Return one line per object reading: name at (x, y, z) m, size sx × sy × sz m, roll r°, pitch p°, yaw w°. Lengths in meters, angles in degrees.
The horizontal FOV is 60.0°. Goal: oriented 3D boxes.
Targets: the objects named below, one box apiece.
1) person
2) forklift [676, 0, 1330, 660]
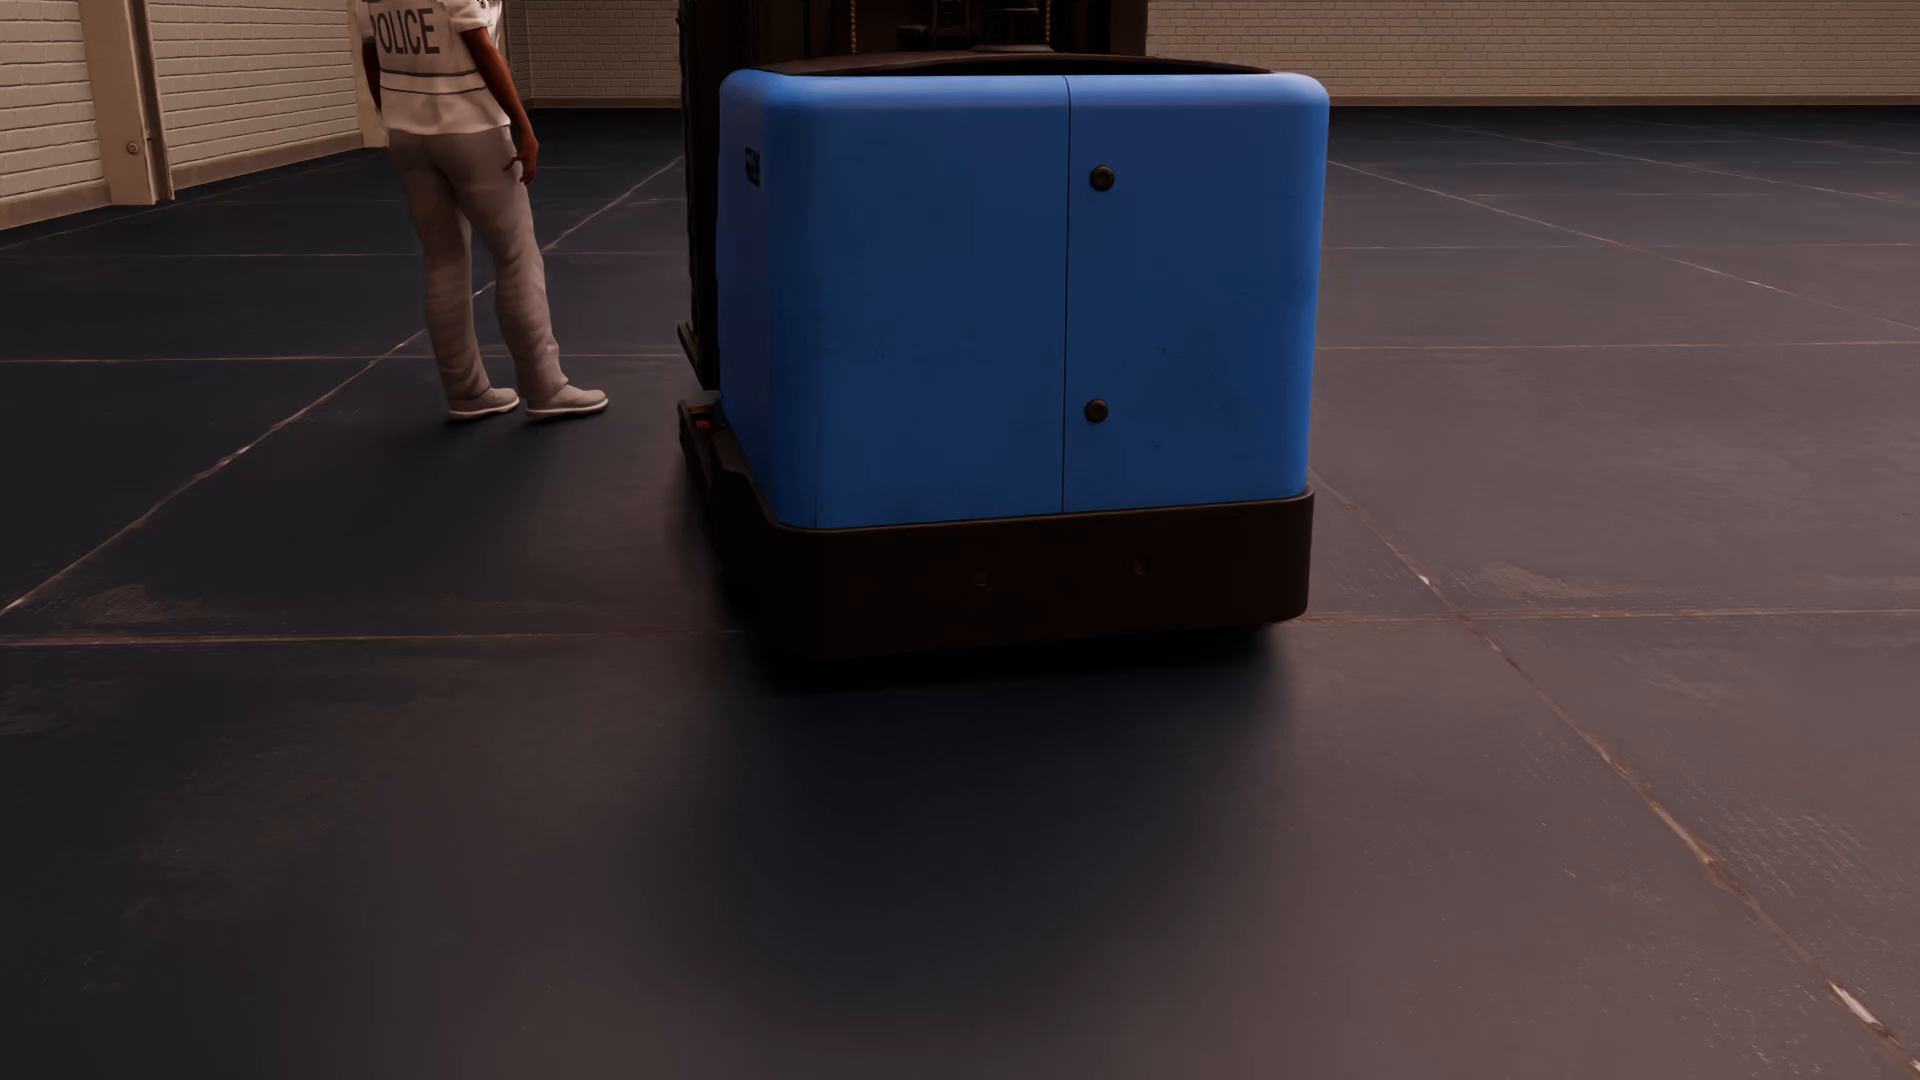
person at (-1.456, -1.202, 4.937) m, size 0.554 × 1.692 × 0.527 m, roll 9°, pitch 19°, yaw 26°
forklift at (-0.163, -1.578, 4.066) m, size 1.130 × 2.935 × 3.031 m, roll -4°, pitch 17°, yaw -13°
